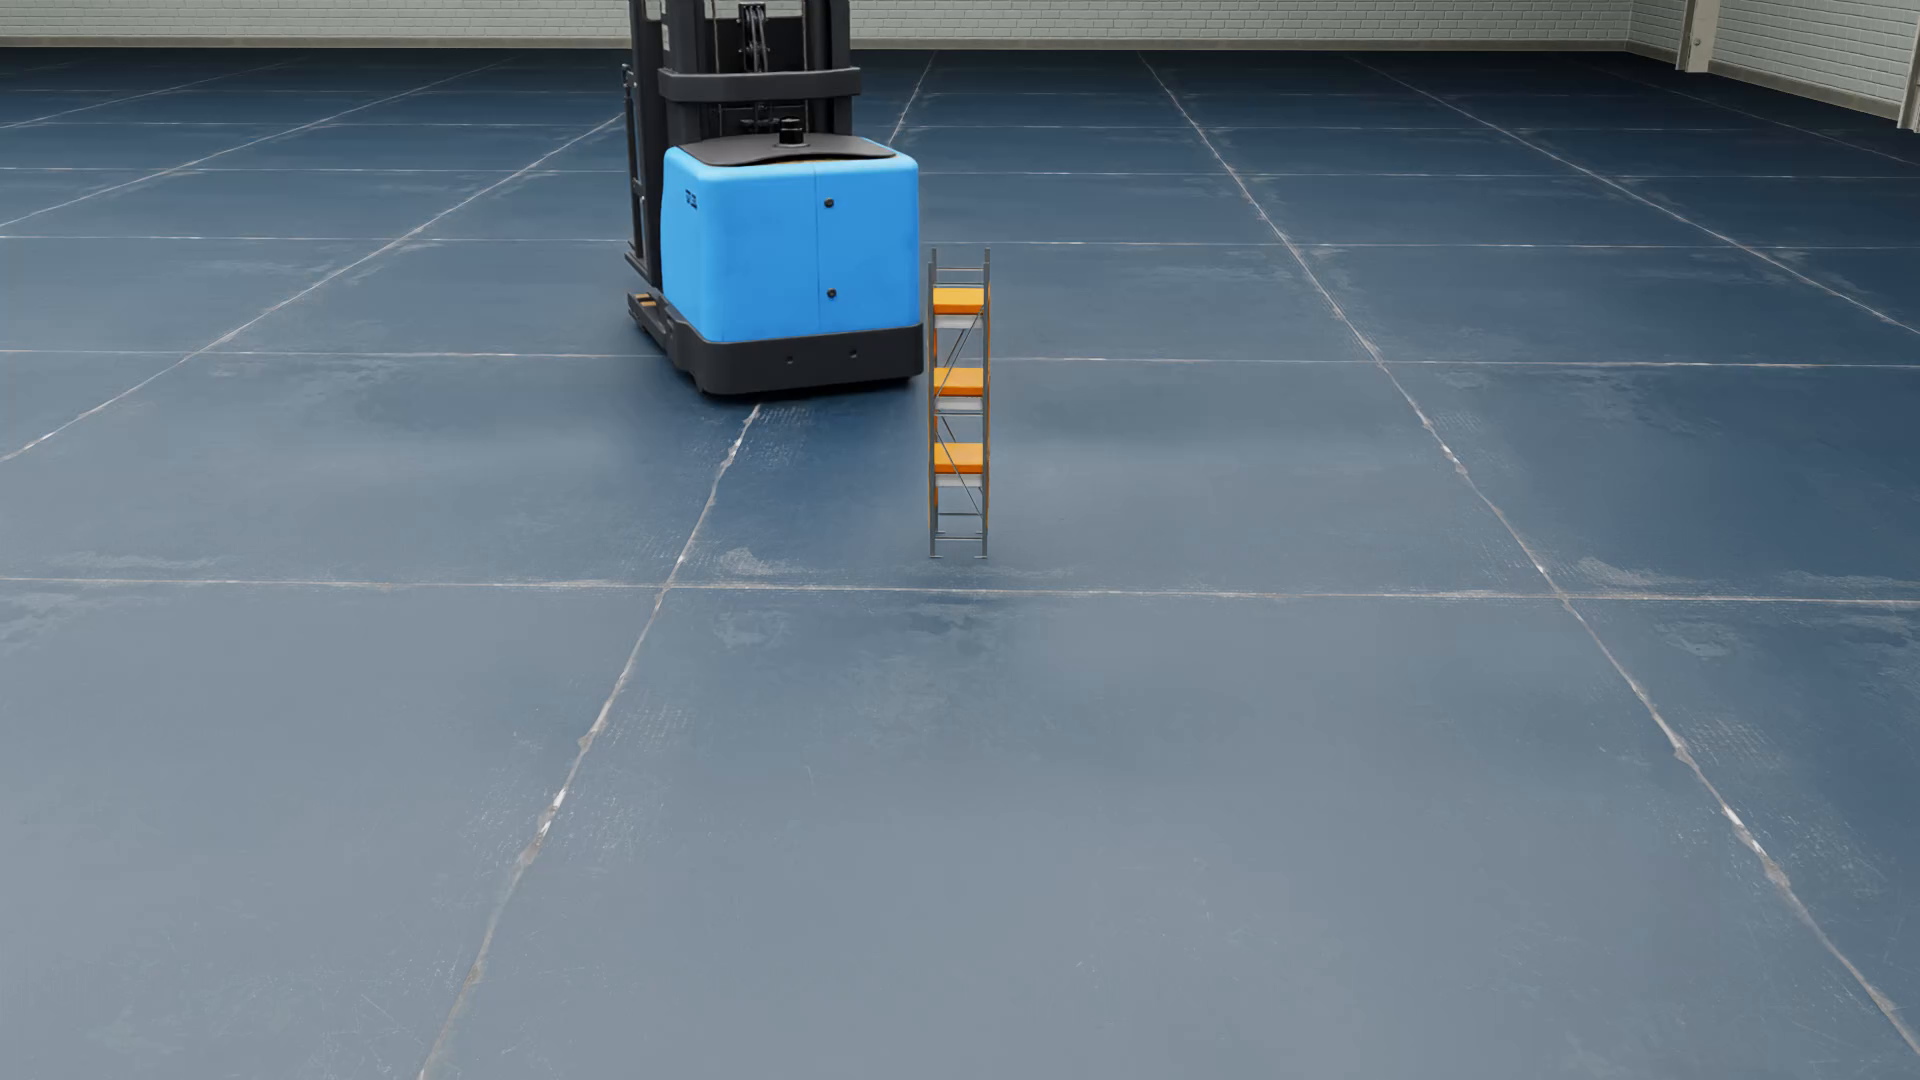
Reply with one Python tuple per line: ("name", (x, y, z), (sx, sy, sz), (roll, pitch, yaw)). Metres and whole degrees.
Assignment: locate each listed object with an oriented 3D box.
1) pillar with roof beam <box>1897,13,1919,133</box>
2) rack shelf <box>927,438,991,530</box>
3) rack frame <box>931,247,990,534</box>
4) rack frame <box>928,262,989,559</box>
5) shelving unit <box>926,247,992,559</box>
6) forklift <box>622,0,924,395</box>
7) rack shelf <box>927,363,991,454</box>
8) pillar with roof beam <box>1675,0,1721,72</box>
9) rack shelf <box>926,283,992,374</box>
("pillar with roof beam", (5.251, -8.311, 15.009), (9.100, 9.000, 0.400), (1, 21, 2))
("rack shelf", (-0.002, -0.201, 5.894), (0.215, 0.259, 0.240), (1, 21, 2))
("rack frame", (0.002, -0.514, 5.903), (0.200, 1.050, 0.008), (1, 21, 2))
("rack frame", (-0.005, -0.426, 5.675), (0.200, 1.050, 0.008), (1, 21, 2))
("shelving unit", (-0.002, -0.470, 5.789), (0.215, 1.050, 0.252), (1, 21, 2))
("forklift", (-1.168, -2.524, 8.481), (1.130, 2.935, 3.031), (-8, 23, -19))
("rack shelf", (-0.002, -0.460, 5.793), (0.215, 0.259, 0.240), (1, 21, 2))
("pillar with roof beam", (5.433, -10.481, 20.600), (9.100, 9.000, 0.400), (1, 21, 2))
("rack shelf", (-0.002, -0.725, 5.690), (0.215, 0.259, 0.240), (1, 21, 2))
